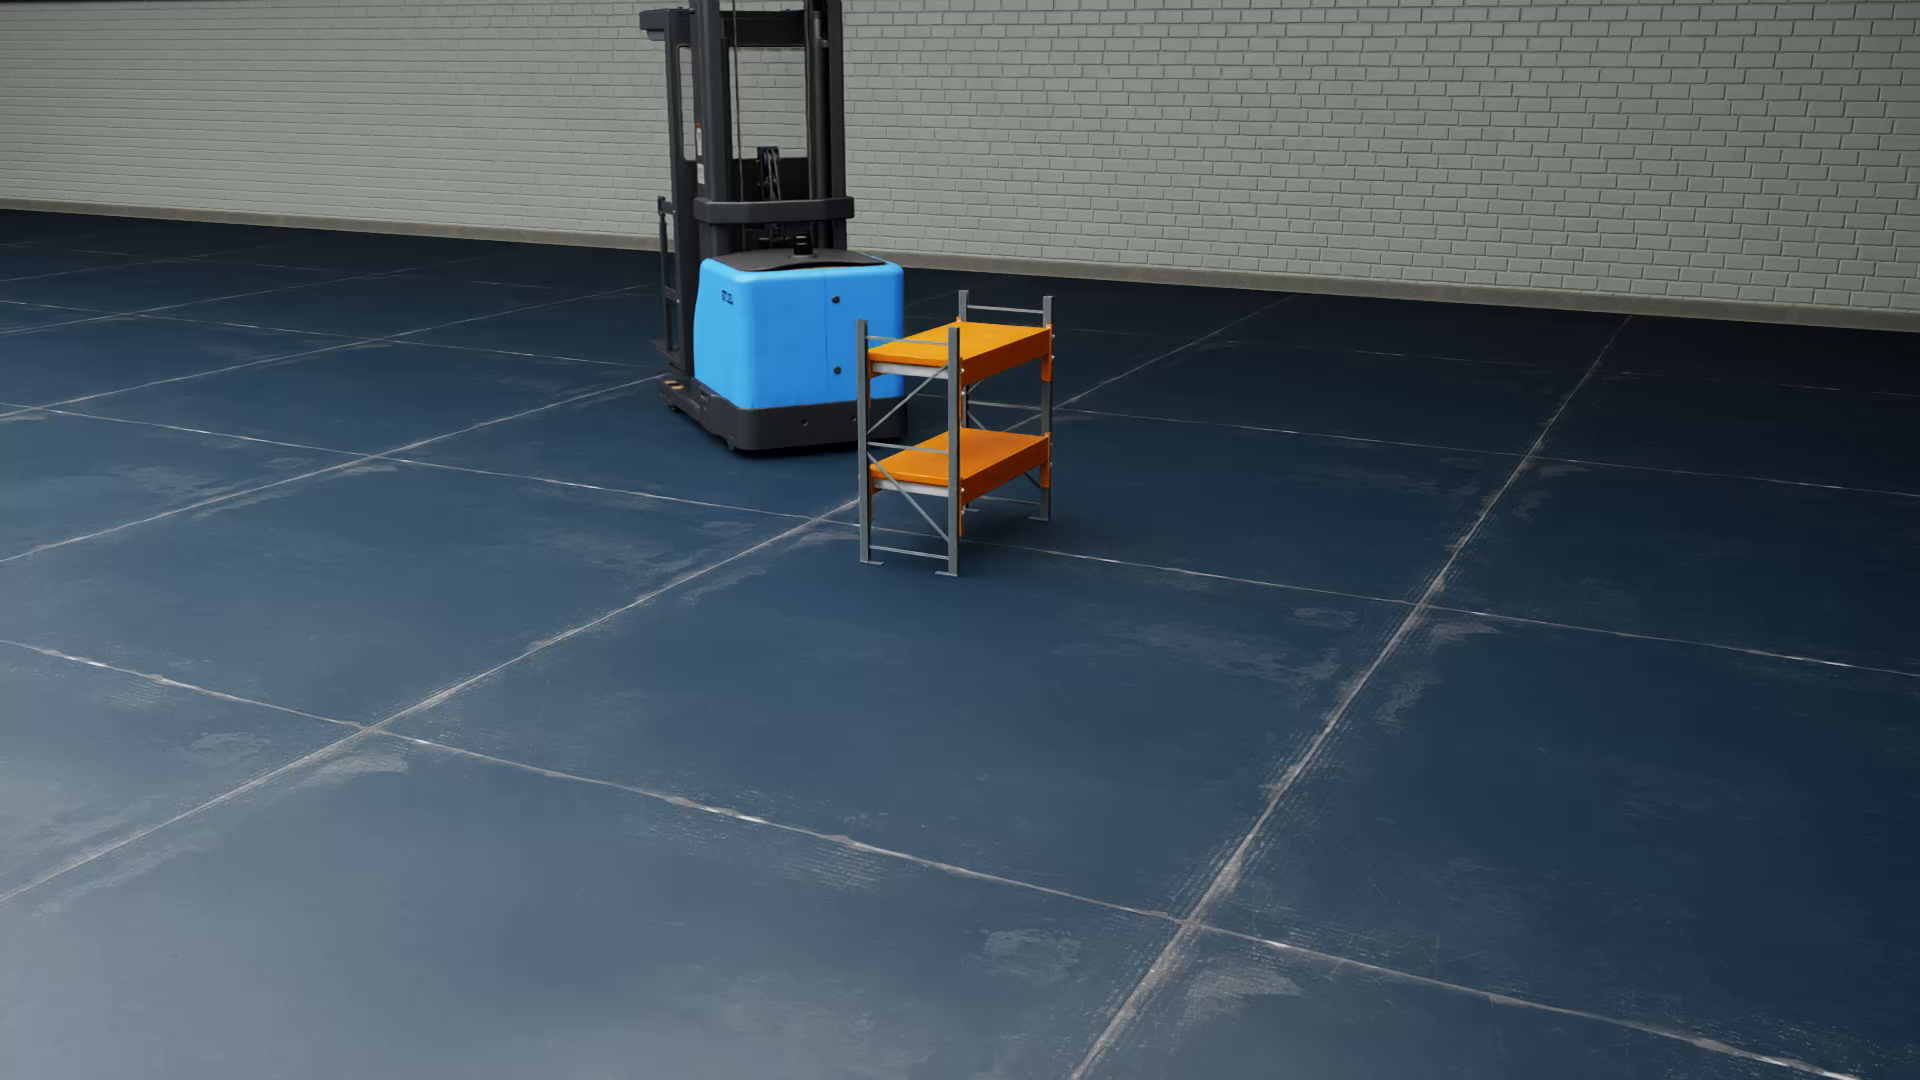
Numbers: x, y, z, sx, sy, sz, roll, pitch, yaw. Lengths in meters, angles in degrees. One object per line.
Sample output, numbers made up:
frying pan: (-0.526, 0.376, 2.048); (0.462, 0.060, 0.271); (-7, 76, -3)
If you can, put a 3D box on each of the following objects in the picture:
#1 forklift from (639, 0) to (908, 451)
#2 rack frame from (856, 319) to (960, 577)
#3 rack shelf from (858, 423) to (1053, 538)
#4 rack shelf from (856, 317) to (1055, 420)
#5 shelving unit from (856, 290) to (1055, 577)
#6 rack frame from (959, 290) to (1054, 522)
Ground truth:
forklift: (-1.356, -2.292, 10.593); (1.130, 2.935, 3.031); (-7, 18, -22)
rack frame: (-0.230, -0.408, 7.422); (0.500, 1.125, 0.032); (8, 18, 25)
rack shelf: (-0.003, -0.303, 7.928); (0.538, 0.278, 1.000); (8, 18, 25)
rack shelf: (-0.003, -0.818, 7.775); (0.538, 0.278, 1.000); (8, 18, 25)
shelving unit: (-0.003, -0.537, 7.858); (0.538, 1.125, 1.048); (8, 18, 25)
rack frame: (0.224, -0.667, 8.294); (0.500, 1.125, 0.032); (8, 18, 25)
